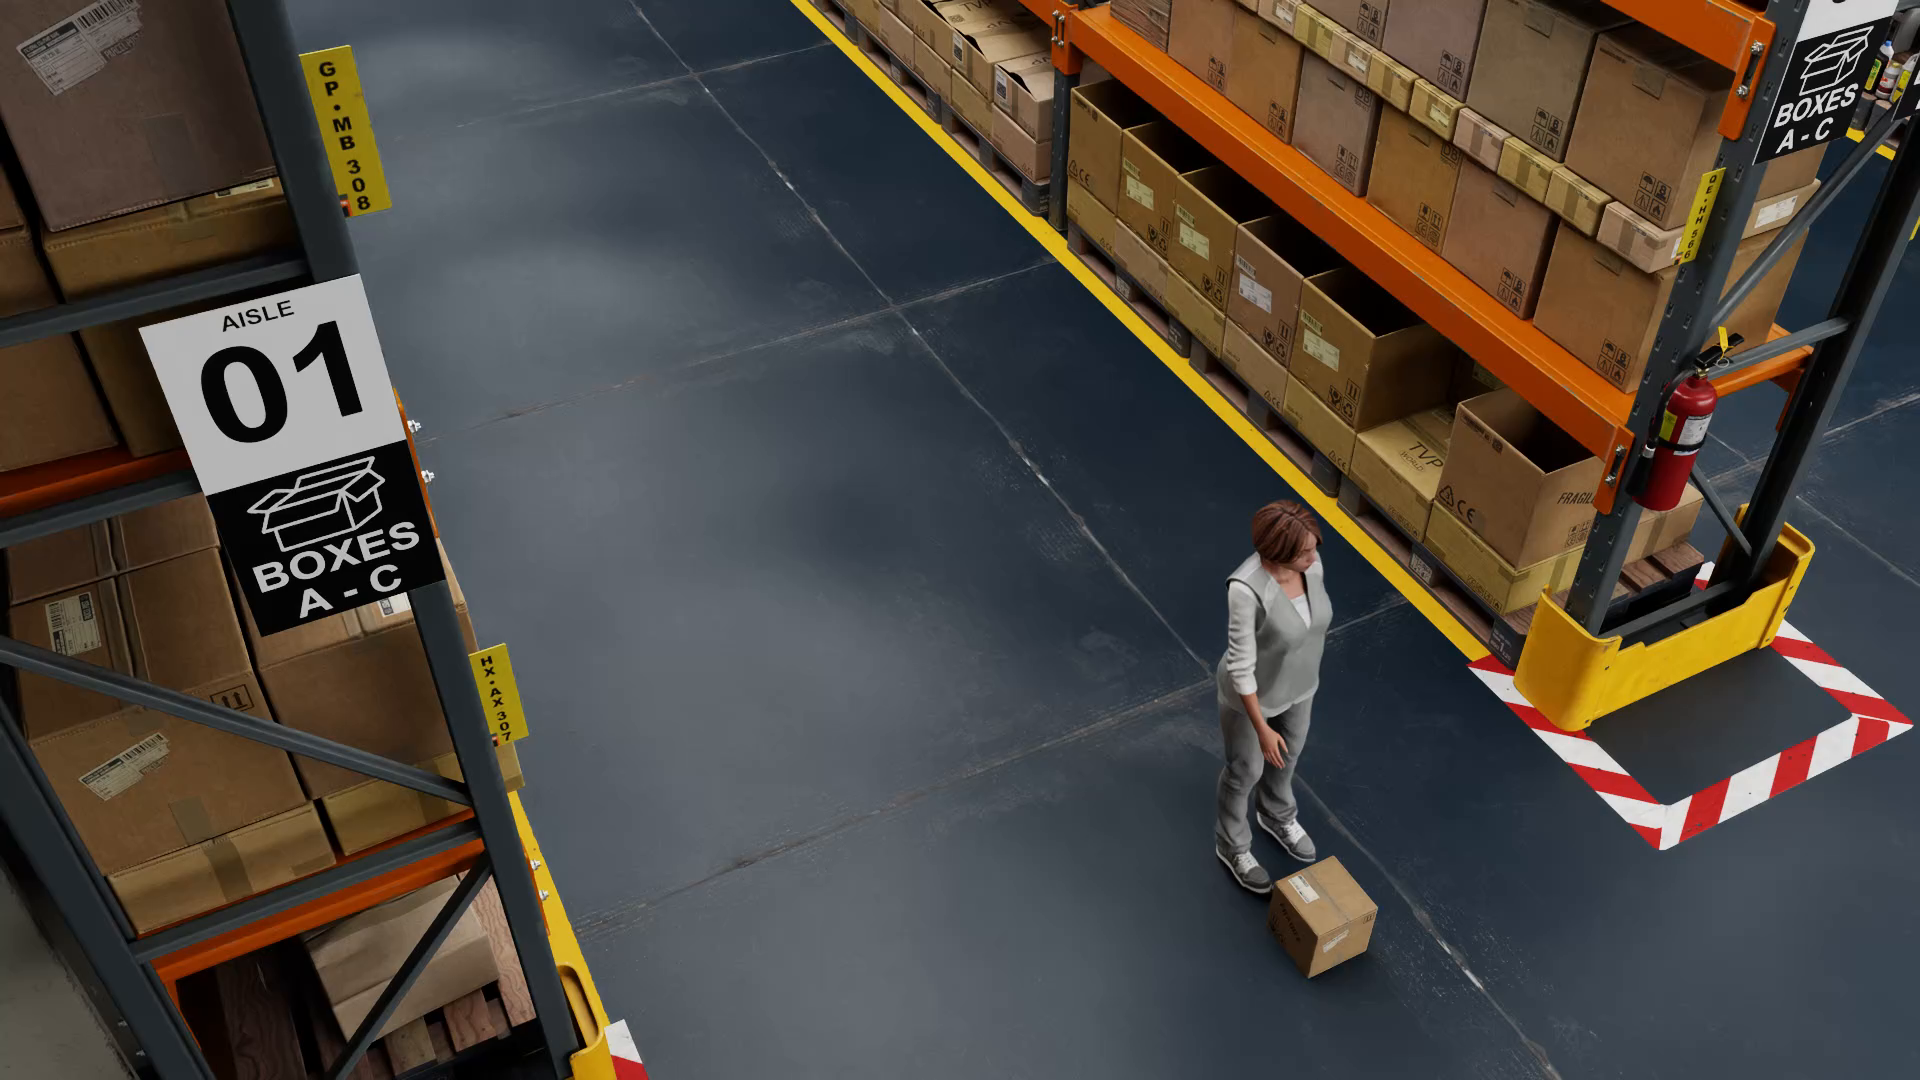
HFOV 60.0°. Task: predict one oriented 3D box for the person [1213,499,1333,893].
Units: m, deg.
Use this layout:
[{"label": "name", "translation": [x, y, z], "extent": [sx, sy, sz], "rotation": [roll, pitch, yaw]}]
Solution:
[{"label": "person", "translation": [1.055, 0.539, 5.552], "extent": [0.433, 1.623, 0.417], "rotation": [-25, 47, -25]}]
